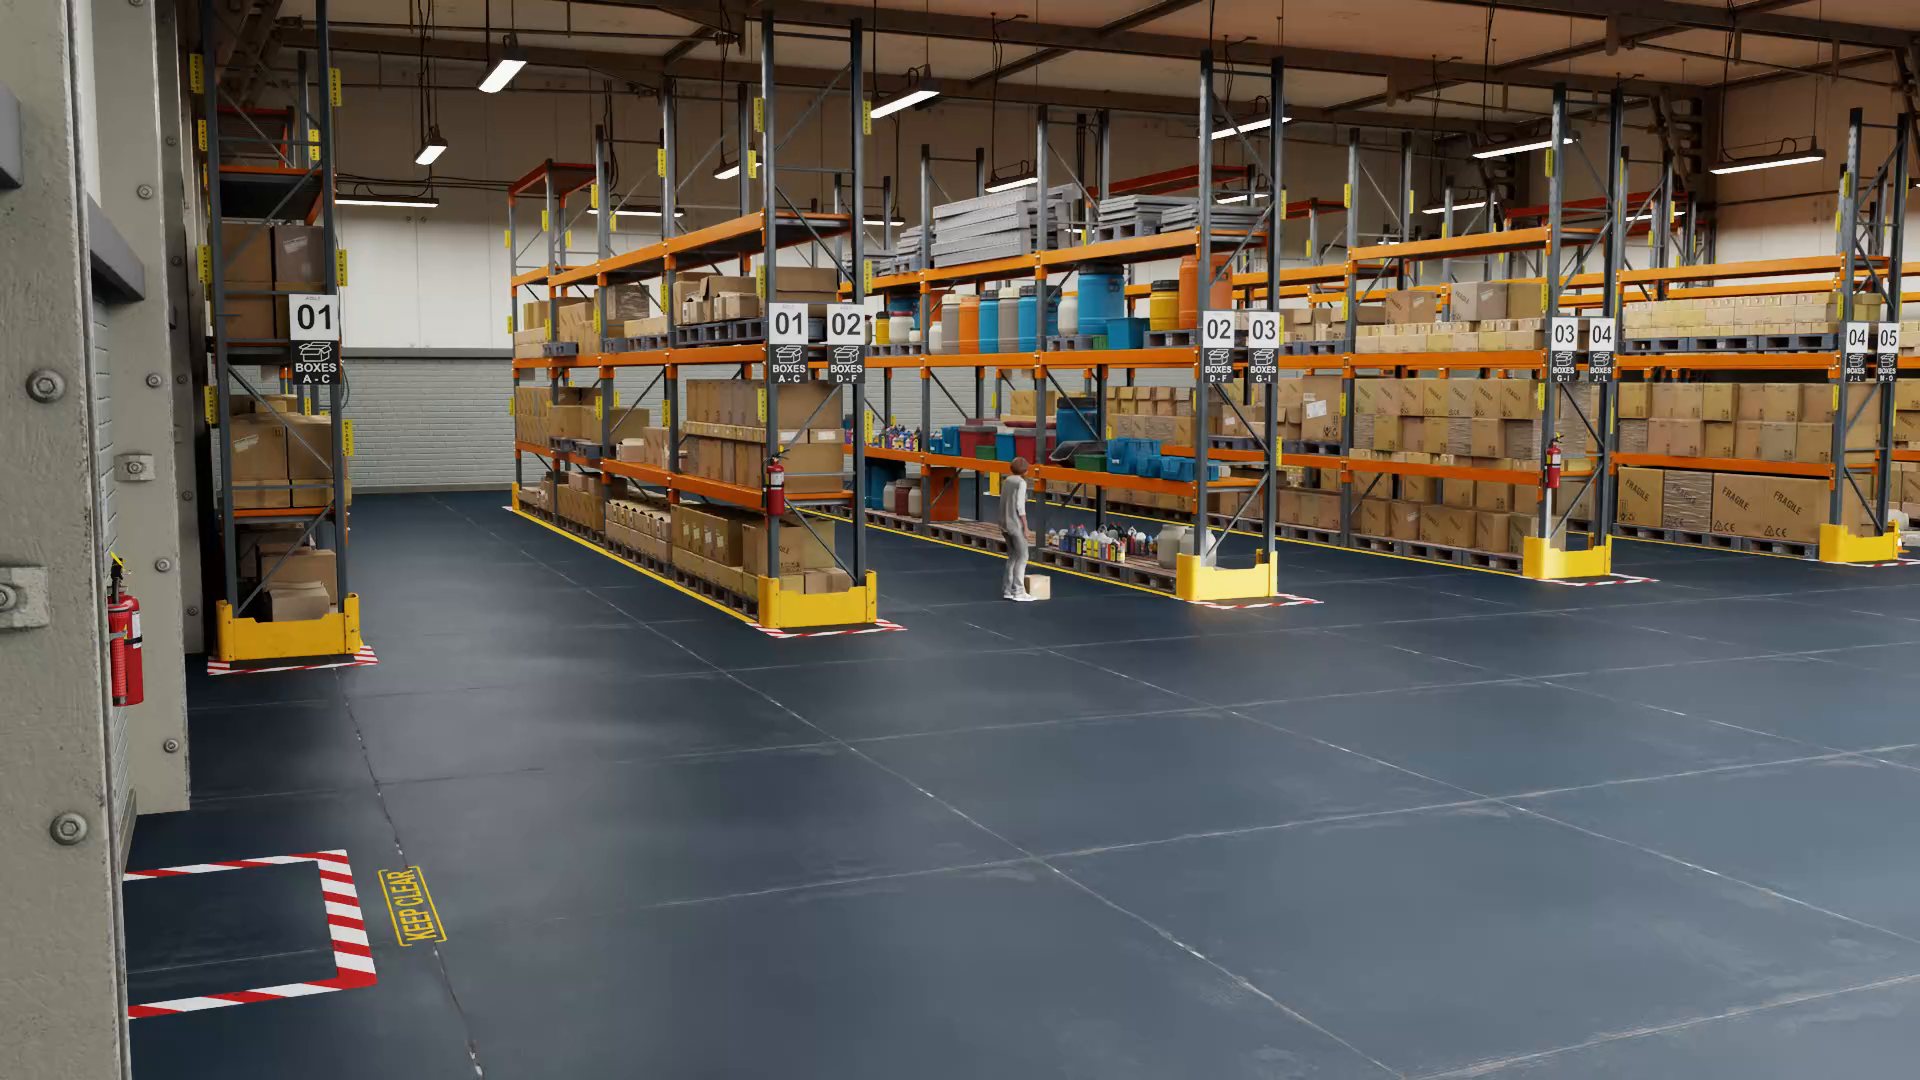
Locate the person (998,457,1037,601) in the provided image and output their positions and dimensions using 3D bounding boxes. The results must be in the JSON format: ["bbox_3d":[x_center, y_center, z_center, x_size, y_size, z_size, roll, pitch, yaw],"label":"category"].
[{"bbox_3d":[0.619,-0.127,18.514,0.347,1.592,0.472,-3,6,-26],"label":"person"}]
